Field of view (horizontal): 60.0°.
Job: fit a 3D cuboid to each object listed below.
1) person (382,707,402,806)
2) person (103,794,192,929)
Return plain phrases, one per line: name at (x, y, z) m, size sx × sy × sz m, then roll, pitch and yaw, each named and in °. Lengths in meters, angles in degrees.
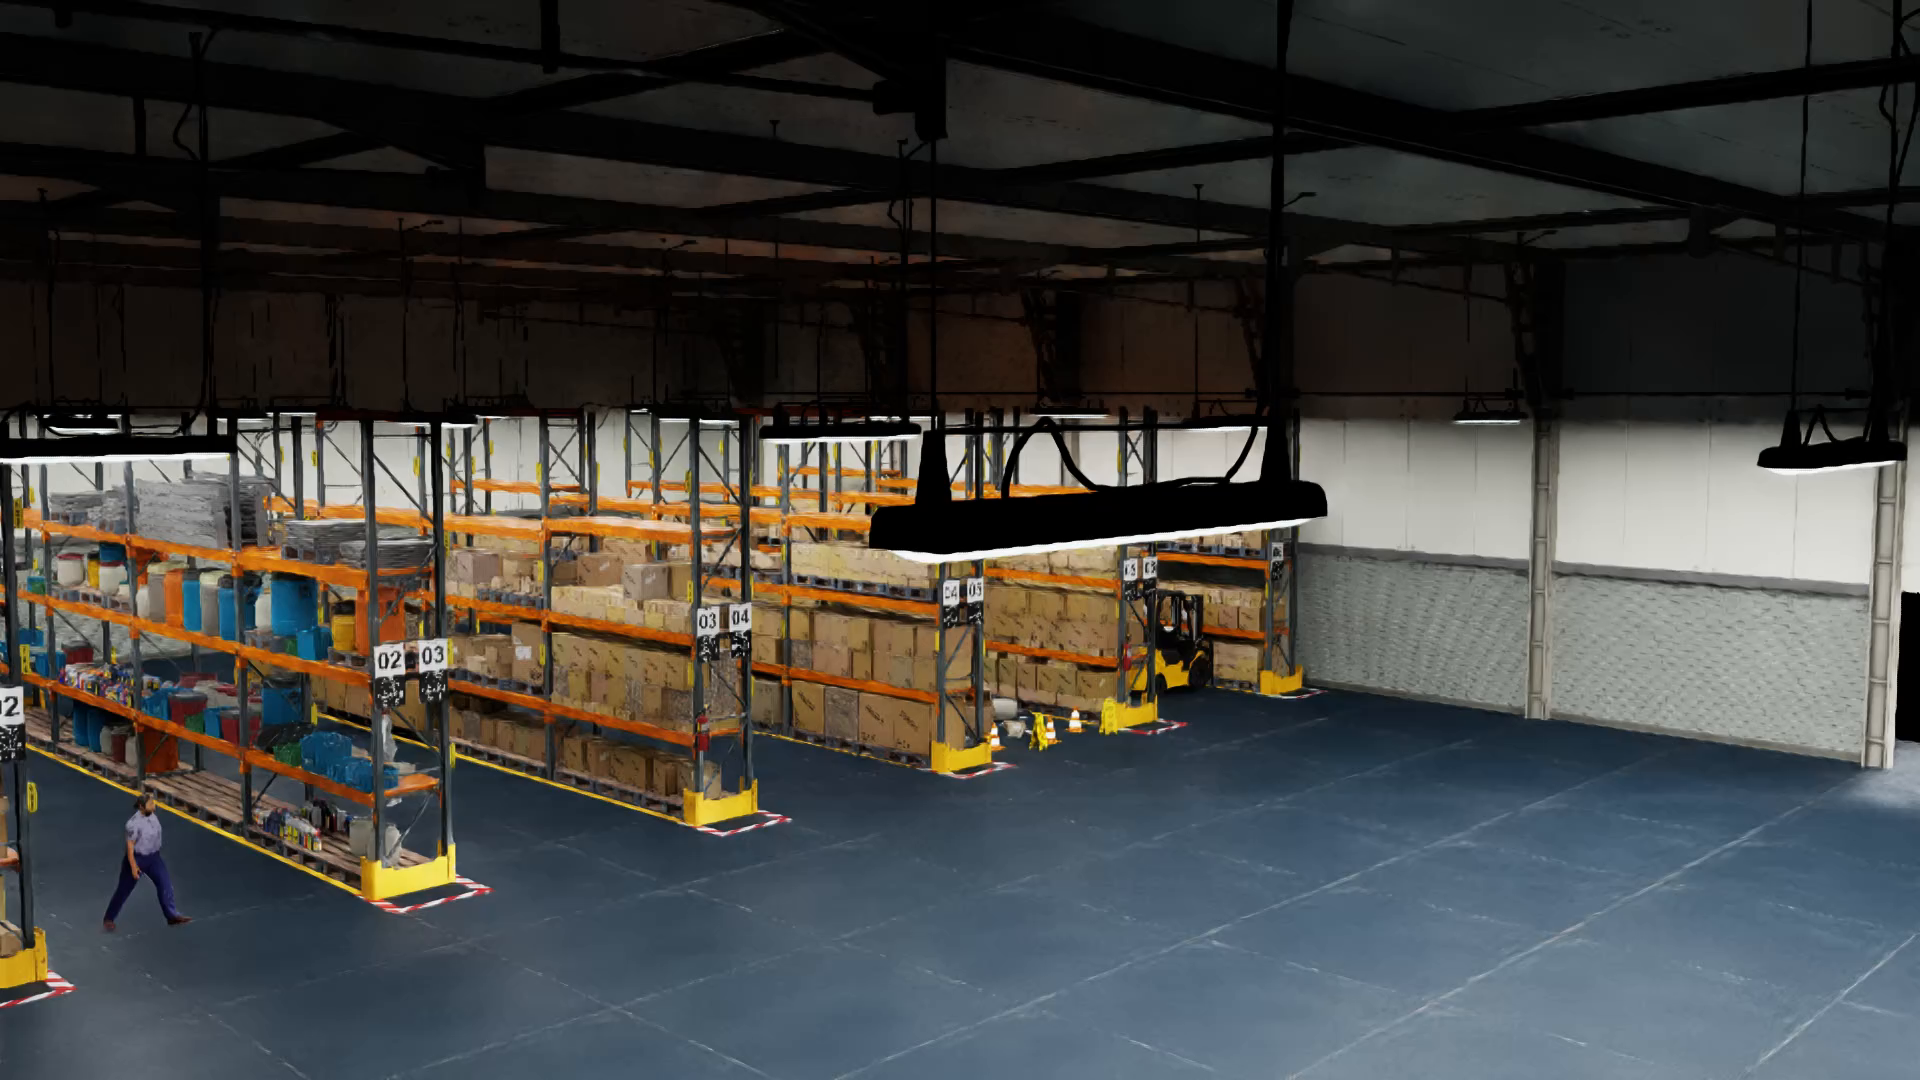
person at (-8.857, 3.261, 25.547) m, size 0.527 × 1.592 × 0.522 m, roll -1°, pitch 5°, yaw -14°
person at (-9.658, 3.785, 19.627) m, size 0.917 × 1.611 × 0.588 m, roll 2°, pitch 5°, yaw 17°
